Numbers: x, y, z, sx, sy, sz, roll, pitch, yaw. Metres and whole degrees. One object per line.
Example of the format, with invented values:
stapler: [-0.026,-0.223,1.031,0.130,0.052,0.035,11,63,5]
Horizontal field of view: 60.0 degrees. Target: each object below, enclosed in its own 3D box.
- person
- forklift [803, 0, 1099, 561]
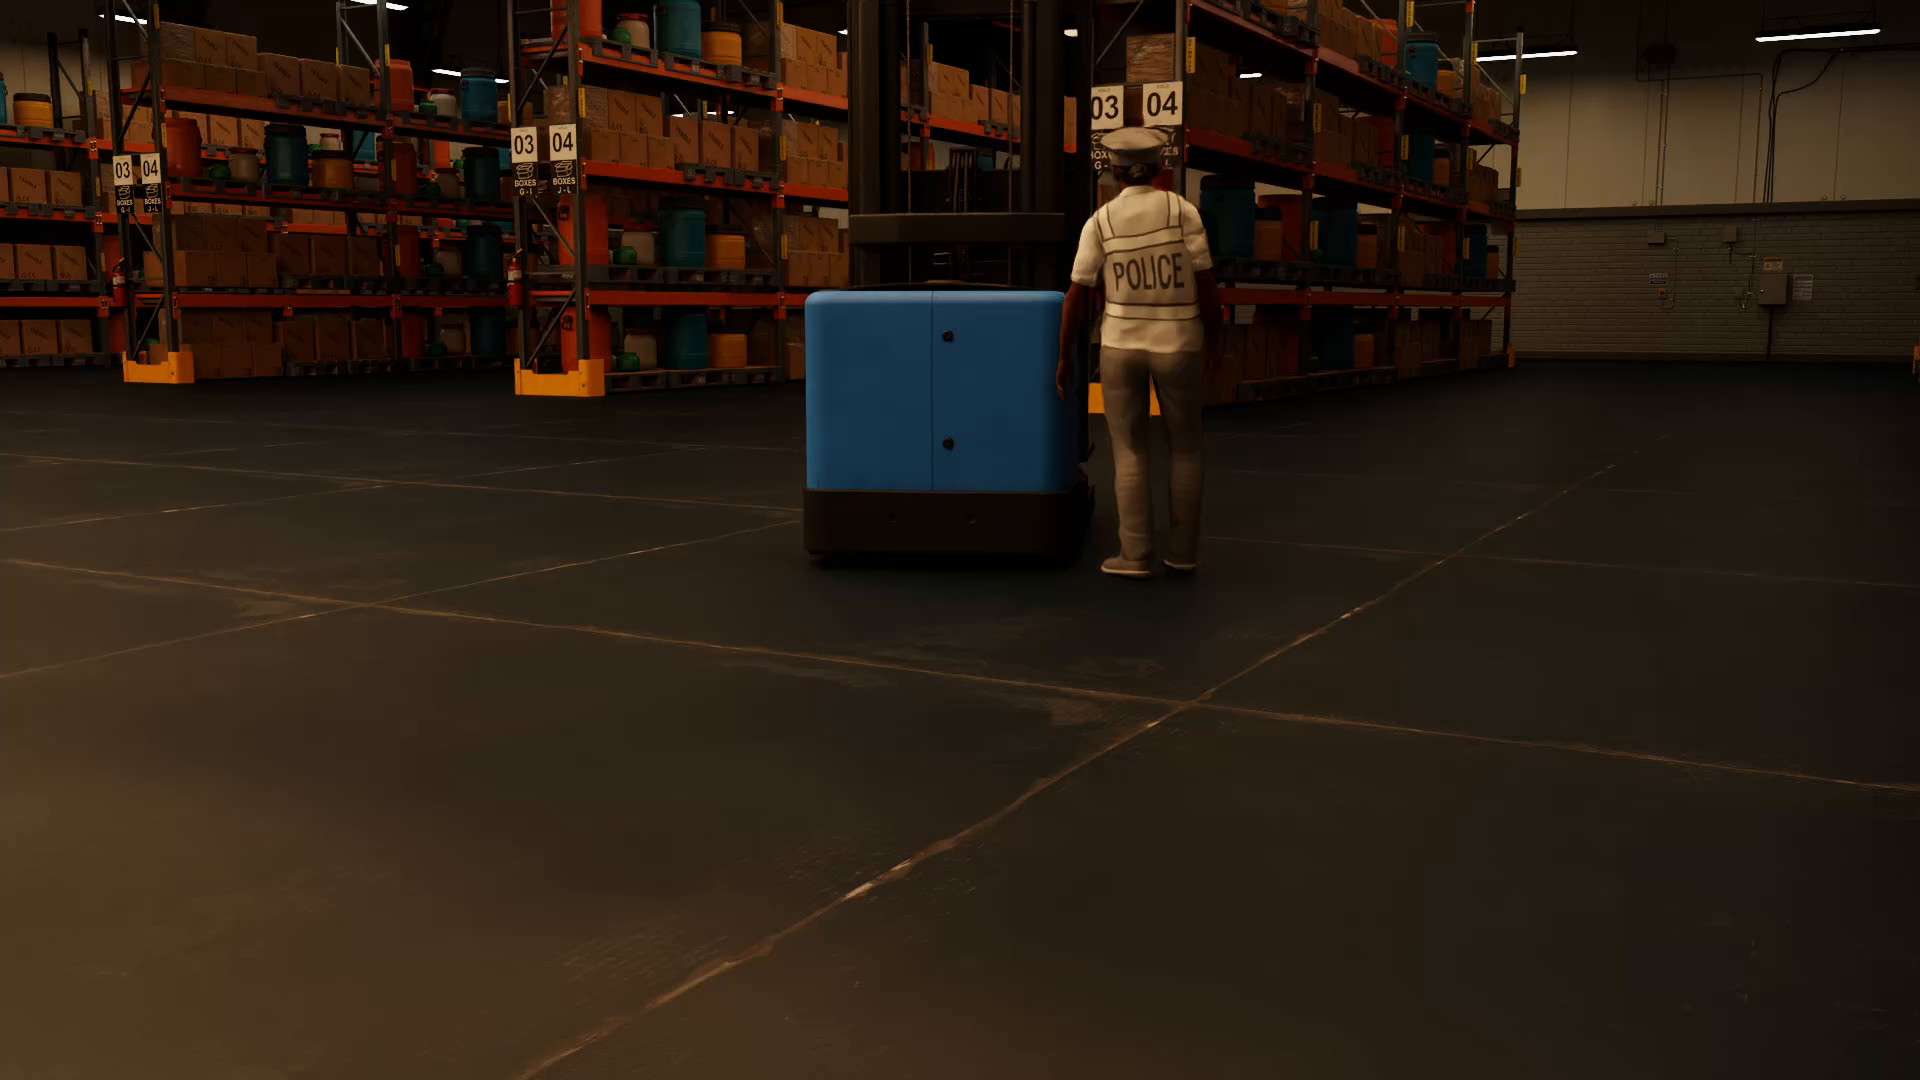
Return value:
person: [0.673,-0.697,6.271,0.616,1.680,0.587,1,8,6]
forklift: [0.072,-1.535,7.712,1.130,2.935,3.031,1,8,7]
